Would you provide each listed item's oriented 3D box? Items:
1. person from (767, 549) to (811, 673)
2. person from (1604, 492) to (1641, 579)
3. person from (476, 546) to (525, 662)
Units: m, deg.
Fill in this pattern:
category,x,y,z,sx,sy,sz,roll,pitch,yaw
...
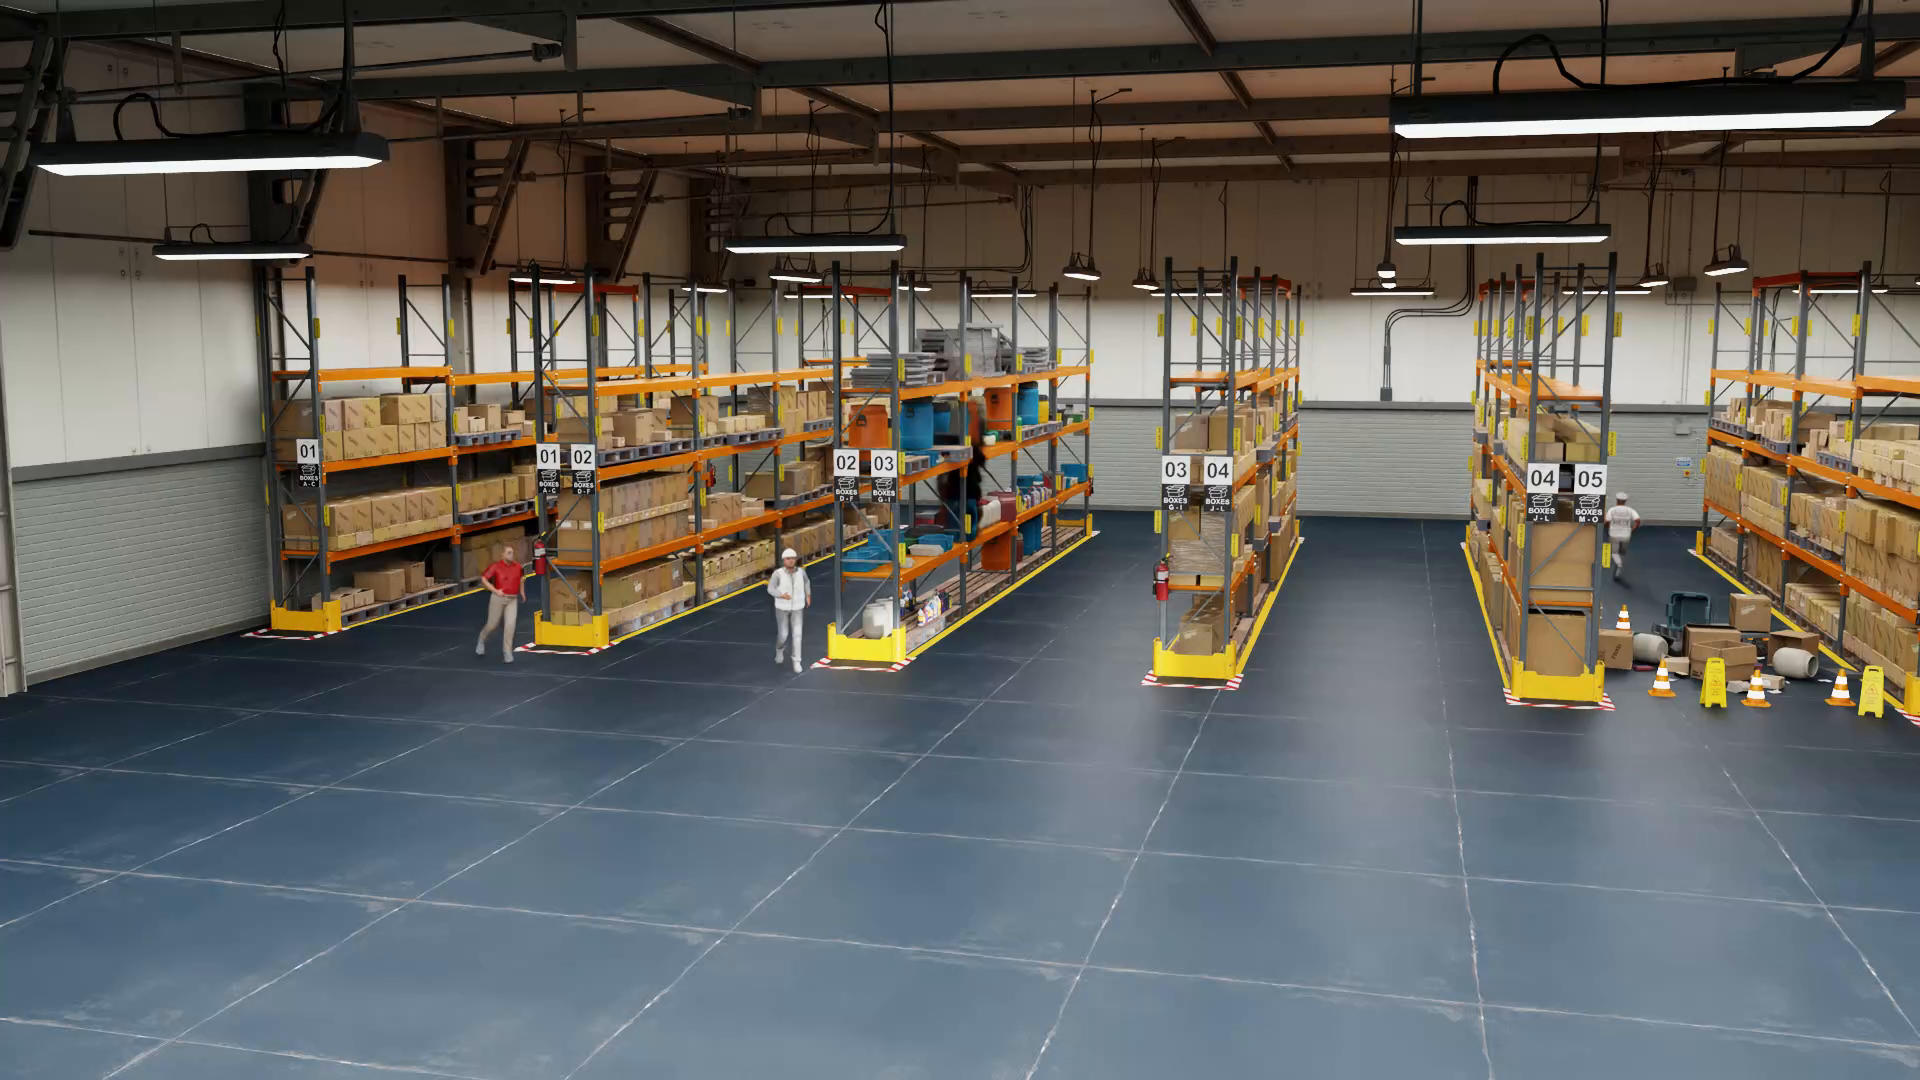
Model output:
category,x,y,z,sx,sy,sz,roll,pitch,yaw
person,-2.513,1.009,24.552,0.677,1.790,0.854,-2,8,-18
person,13.142,-0.054,33.111,0.663,1.784,0.871,1,7,7
person,-6.919,0.948,25.327,0.739,1.700,0.973,-5,9,-36
